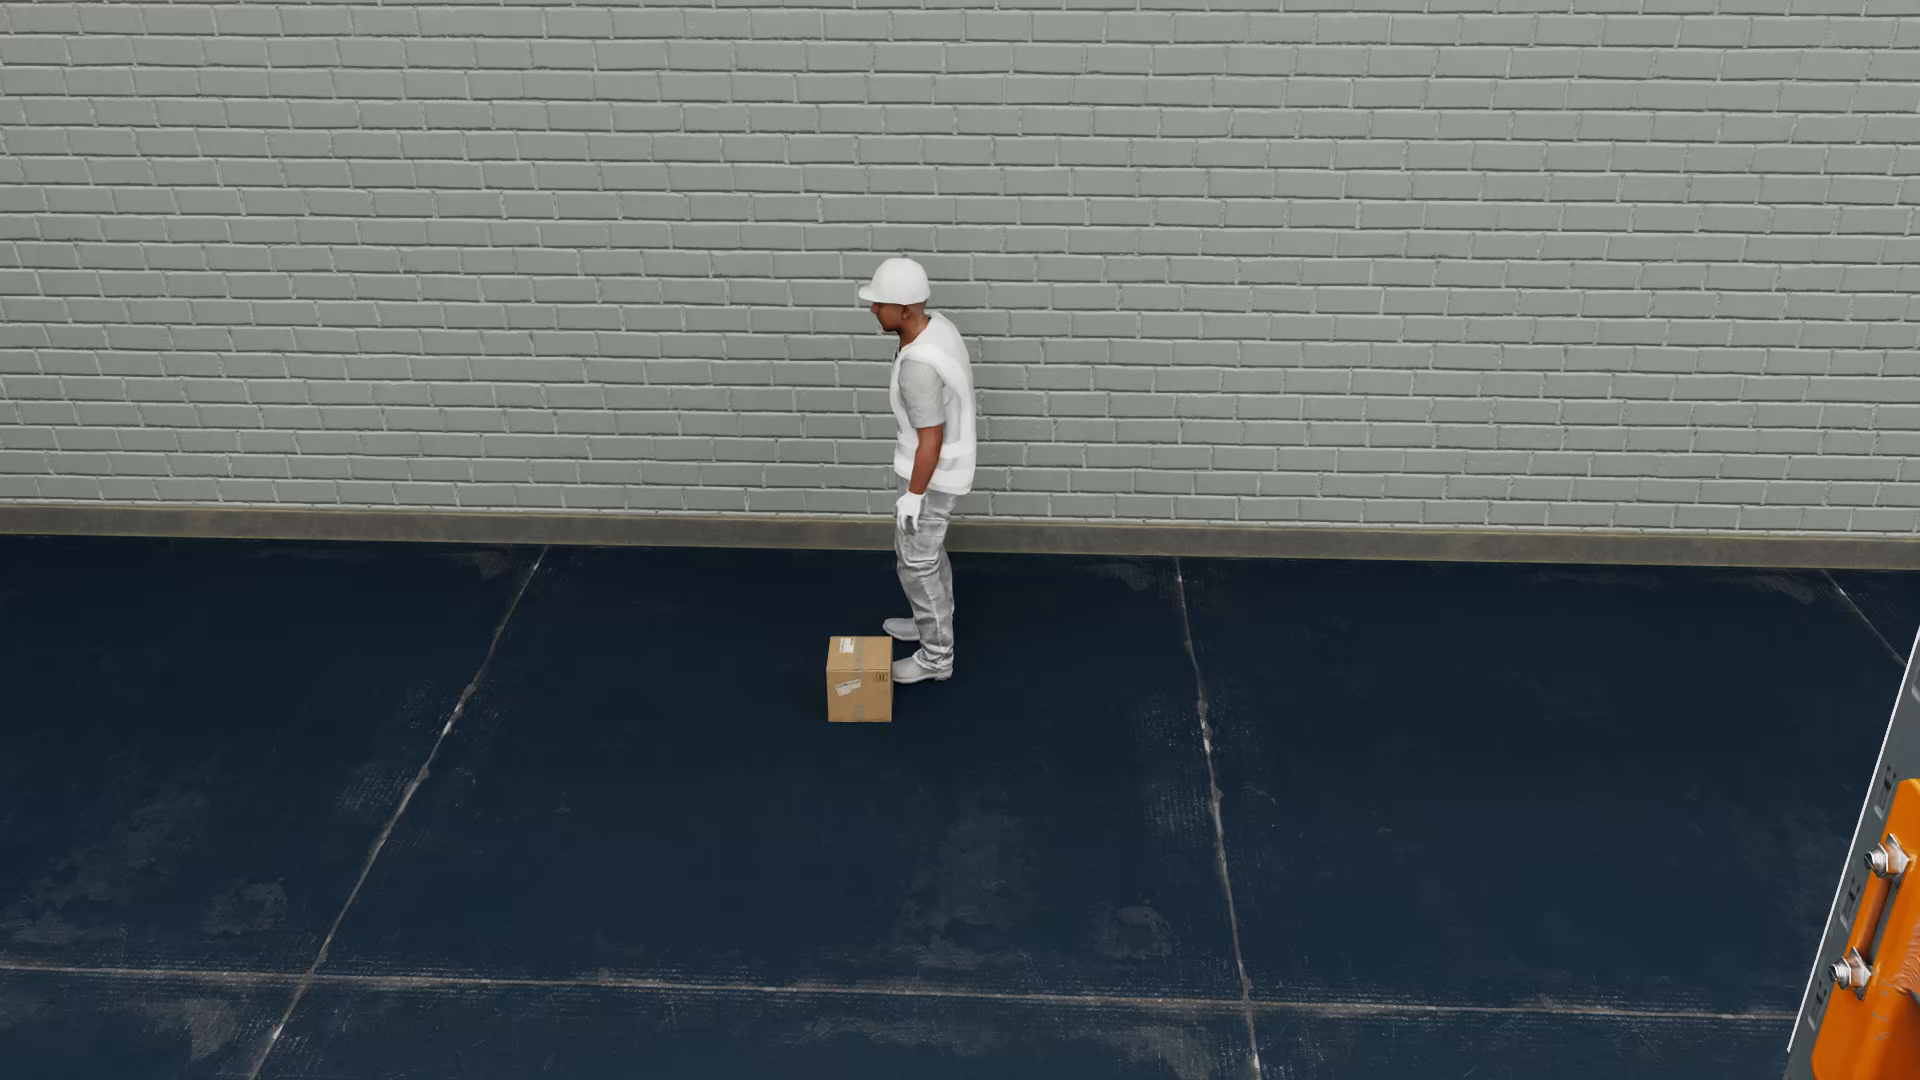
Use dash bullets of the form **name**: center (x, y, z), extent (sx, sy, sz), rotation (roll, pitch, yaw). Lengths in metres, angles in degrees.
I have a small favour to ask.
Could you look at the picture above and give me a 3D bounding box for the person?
- **person**: center (-0.158, -0.274, 6.632), extent (0.450, 1.774, 0.617), rotation (1, 28, 2)
